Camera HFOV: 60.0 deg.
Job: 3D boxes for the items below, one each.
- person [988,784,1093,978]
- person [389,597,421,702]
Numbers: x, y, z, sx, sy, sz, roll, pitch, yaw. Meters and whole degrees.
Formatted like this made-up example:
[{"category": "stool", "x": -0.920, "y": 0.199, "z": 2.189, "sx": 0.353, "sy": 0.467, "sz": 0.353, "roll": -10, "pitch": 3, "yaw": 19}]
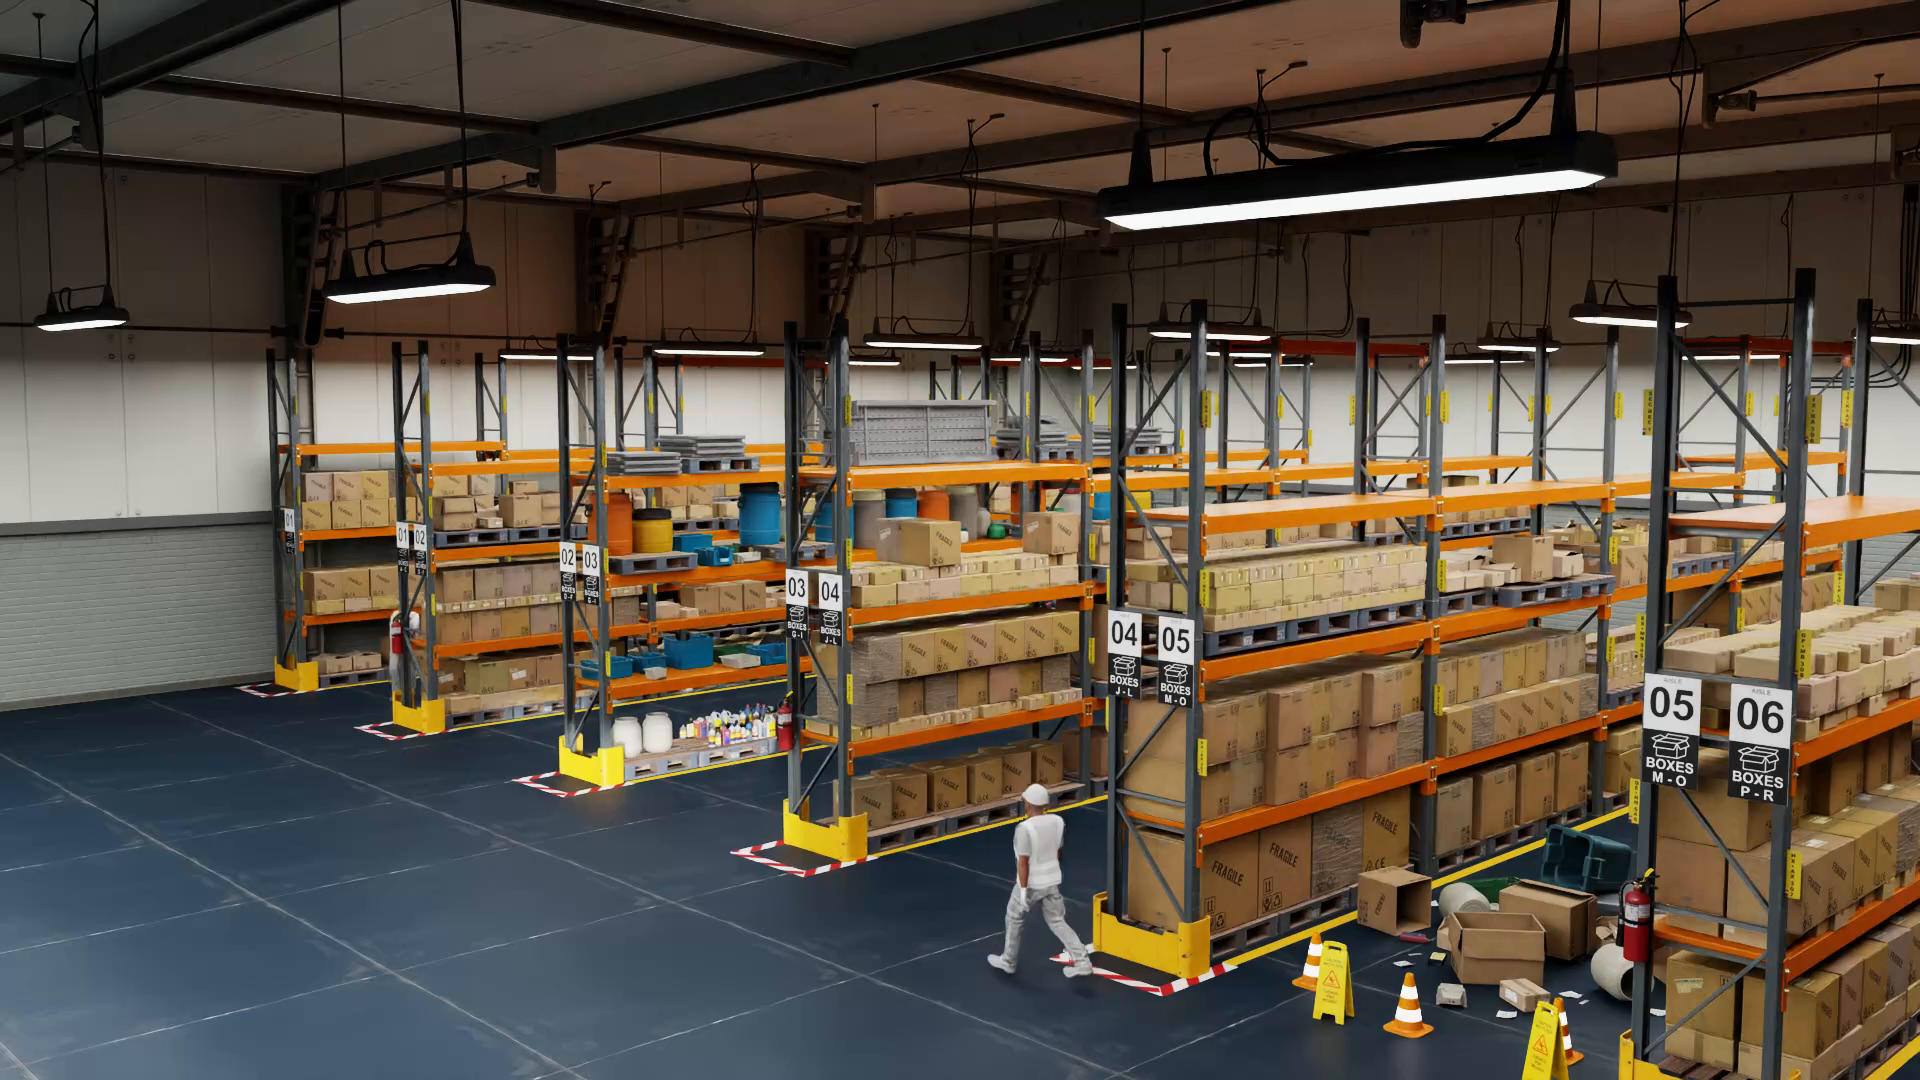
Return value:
[{"category": "person", "x": 0.698, "y": 3.016, "z": 14.686, "sx": 1.058, "sy": 1.730, "sz": 0.560, "roll": 5, "pitch": 7, "yaw": 45}, {"category": "person", "x": -9.492, "y": 1.880, "z": 28.334, "sx": 0.564, "sy": 1.825, "sz": 0.525, "roll": 0, "pitch": 5, "yaw": 0}]
